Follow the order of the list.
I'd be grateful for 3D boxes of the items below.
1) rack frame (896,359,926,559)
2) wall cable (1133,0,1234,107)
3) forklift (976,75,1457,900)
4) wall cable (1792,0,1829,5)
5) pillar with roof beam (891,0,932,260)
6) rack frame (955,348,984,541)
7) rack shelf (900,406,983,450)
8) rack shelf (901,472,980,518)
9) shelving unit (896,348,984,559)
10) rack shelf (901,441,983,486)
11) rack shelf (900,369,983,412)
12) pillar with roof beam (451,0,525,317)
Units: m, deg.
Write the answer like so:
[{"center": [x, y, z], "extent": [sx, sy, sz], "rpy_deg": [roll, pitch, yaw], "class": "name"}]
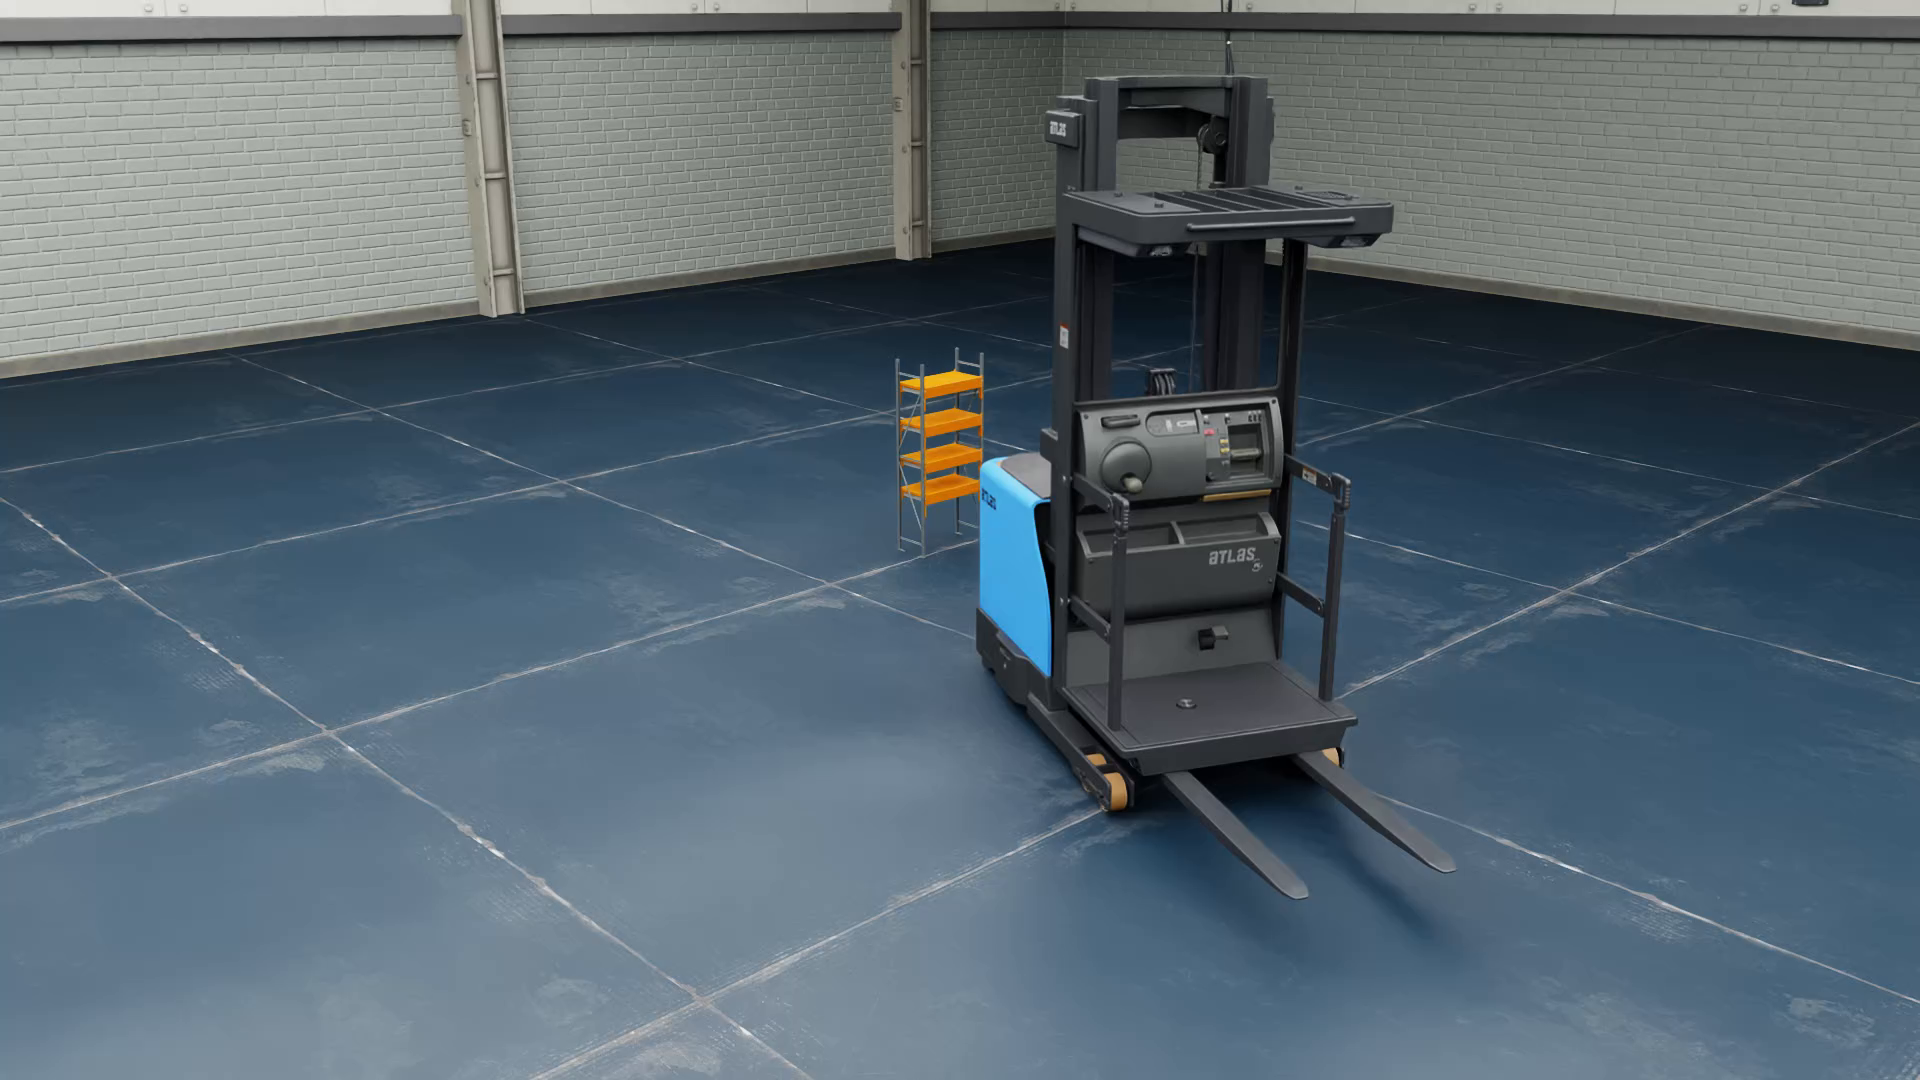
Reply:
[{"center": [-0.298, -0.484, 10.032], "extent": [0.015, 1.200, 0.240], "rpy_deg": [-16, 24, -41], "class": "rack frame"}, {"center": [2.427, -6.869, 22.114], "extent": [0.112, 2.526, 3.097], "rpy_deg": [-16, 24, -41], "class": "wall cable"}, {"center": [1.025, -0.393, 6.944], "extent": [1.130, 2.935, 3.031], "rpy_deg": [-6, 19, -17], "class": "forklift"}, {"center": [8.938, -7.833, 14.539], "extent": [0.169, 6.003, 2.305], "rpy_deg": [-16, 24, -41], "class": "wall cable"}, {"center": [2.336, -7.053, 17.648], "extent": [0.400, 9.000, 9.100], "rpy_deg": [-16, 24, -41], "class": "pillar with roof beam"}, {"center": [0.057, -0.587, 10.351], "extent": [0.015, 1.200, 0.240], "rpy_deg": [-16, 24, -41], "class": "rack frame"}, {"center": [-0.120, -0.684, 10.143], "extent": [0.480, 0.148, 0.258], "rpy_deg": [-16, 24, -41], "class": "rack shelf"}, {"center": [-0.120, -0.283, 10.273], "extent": [0.480, 0.148, 0.258], "rpy_deg": [-16, 24, -41], "class": "rack shelf"}, {"center": [-0.120, -0.536, 10.191], "extent": [0.503, 1.200, 0.258], "rpy_deg": [-16, 24, -41], "class": "shelving unit"}, {"center": [-0.120, -0.472, 10.212], "extent": [0.480, 0.148, 0.258], "rpy_deg": [-16, 24, -41], "class": "rack shelf"}, {"center": [-0.120, -0.909, 10.070], "extent": [0.480, 0.148, 0.258], "rpy_deg": [-16, 24, -41], "class": "rack shelf"}, {"center": [-2.024, -5.782, 13.727], "extent": [0.400, 9.000, 9.100], "rpy_deg": [-16, 24, -41], "class": "pillar with roof beam"}]
